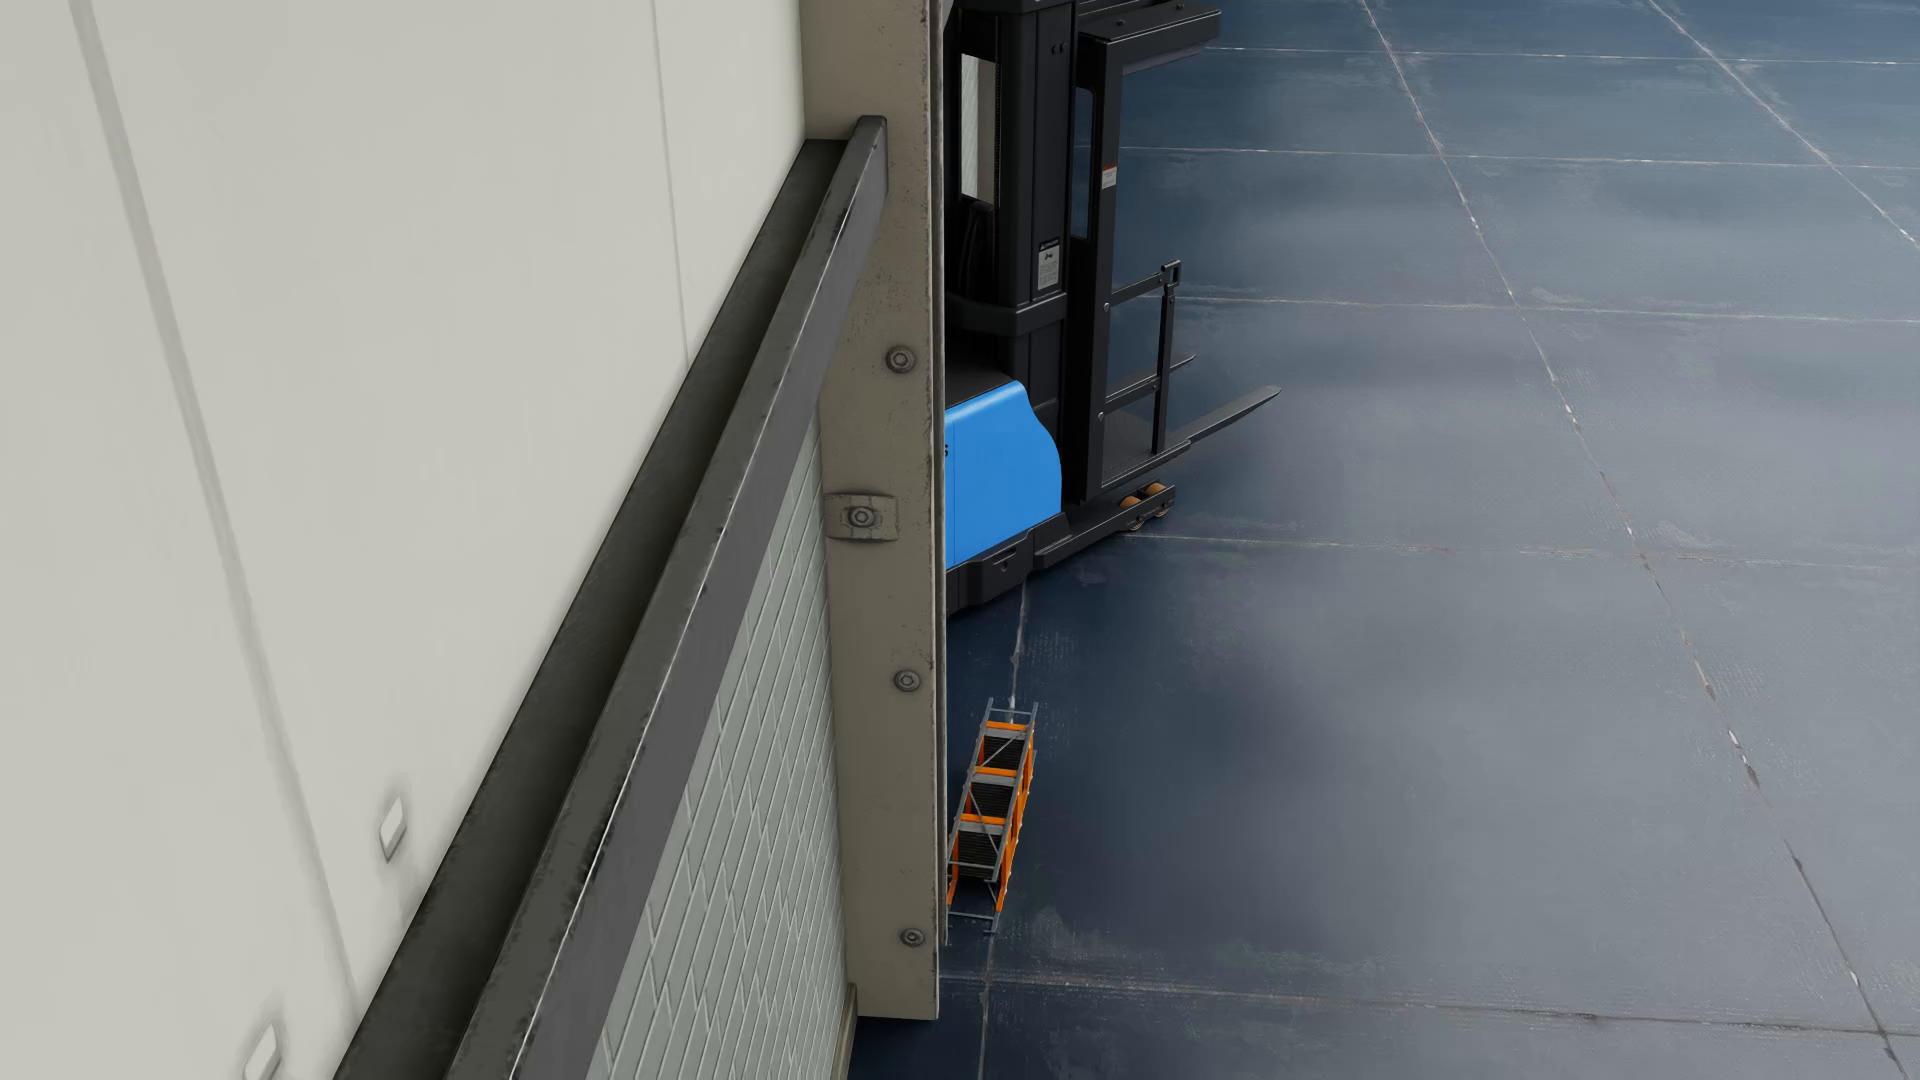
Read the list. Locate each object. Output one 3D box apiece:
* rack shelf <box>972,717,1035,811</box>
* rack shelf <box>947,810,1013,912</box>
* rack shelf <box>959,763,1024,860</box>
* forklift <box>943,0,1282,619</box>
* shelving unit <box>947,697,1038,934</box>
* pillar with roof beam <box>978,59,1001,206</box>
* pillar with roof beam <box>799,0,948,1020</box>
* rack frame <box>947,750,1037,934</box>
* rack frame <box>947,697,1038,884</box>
[{"bbox_3d":[0.172,0.883,6.571,0.215,0.240,0.259,5,32,9],"label":"rack shelf"},{"bbox_3d":[0.070,1.173,6.101,0.215,0.240,0.259,5,32,9],"label":"rack shelf"},{"bbox_3d":[0.120,1.030,6.333,0.215,0.240,0.259,5,32,9],"label":"rack shelf"},{"bbox_3d":[0.452,-1.473,7.847,3.031,2.935,1.130,-27,40,-36],"label":"forklift"},{"bbox_3d":[0.122,1.024,6.342,0.215,0.252,1.050,5,32,9],"label":"shelving unit"},{"bbox_3d":[4.565,-5.273,8.228,9.100,9.000,0.400,2,32,4],"label":"pillar with roof beam"},{"bbox_3d":[4.076,-2.135,3.137,9.100,9.000,0.400,2,32,4],"label":"pillar with roof beam"},{"bbox_3d":[0.122,1.128,6.406,0.200,0.008,1.050,5,32,9],"label":"rack frame"},{"bbox_3d":[0.122,0.920,6.278,0.200,0.008,1.050,5,32,9],"label":"rack frame"}]
